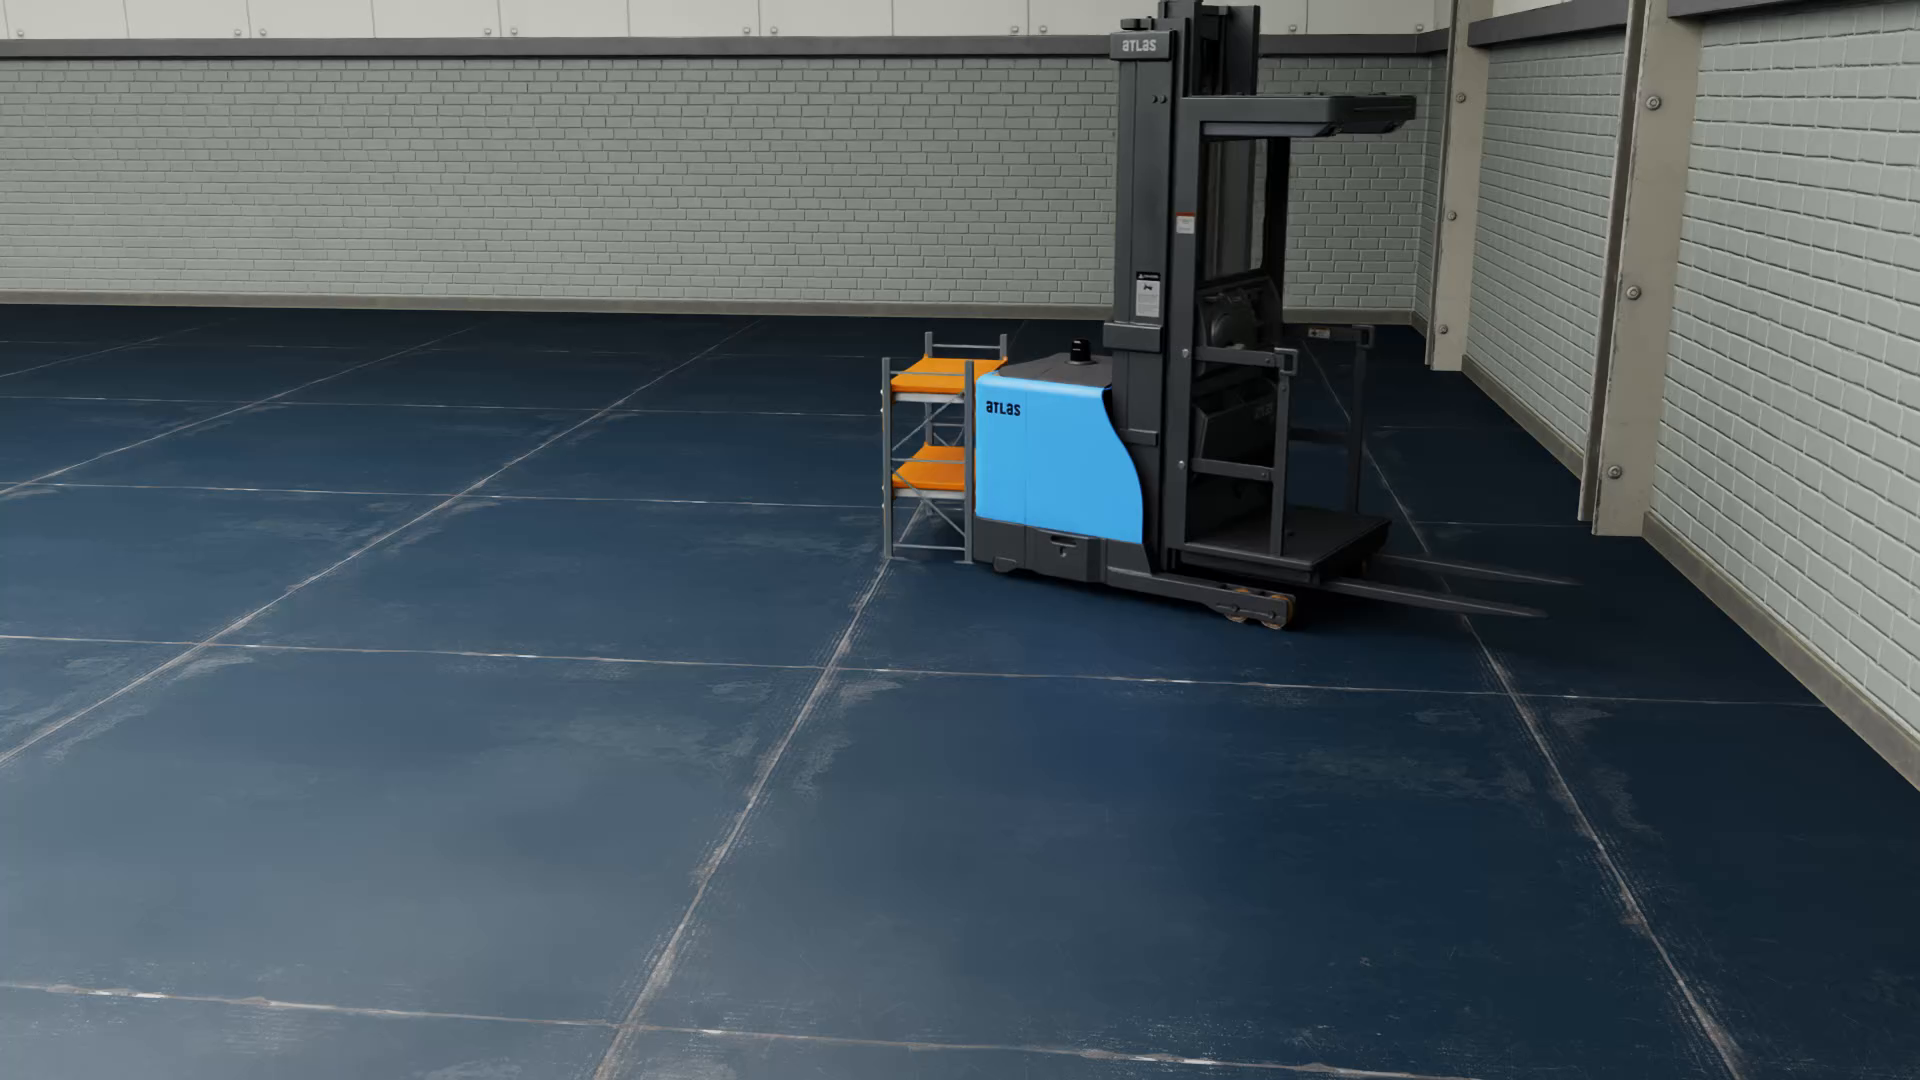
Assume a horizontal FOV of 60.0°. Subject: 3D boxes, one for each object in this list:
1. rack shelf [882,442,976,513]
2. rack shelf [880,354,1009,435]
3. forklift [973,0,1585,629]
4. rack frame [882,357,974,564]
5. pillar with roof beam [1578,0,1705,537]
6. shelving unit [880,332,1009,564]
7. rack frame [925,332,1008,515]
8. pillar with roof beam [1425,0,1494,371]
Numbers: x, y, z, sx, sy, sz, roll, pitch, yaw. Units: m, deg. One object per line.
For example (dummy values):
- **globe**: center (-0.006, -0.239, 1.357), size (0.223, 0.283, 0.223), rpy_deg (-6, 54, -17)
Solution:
- **rack shelf**: center (-0.068, -0.323, 9.639), size (0.538, 0.278, 1.000), rpy_deg (3, 15, 12)
- **rack shelf**: center (-0.068, -0.842, 9.499), size (0.538, 0.278, 1.000), rpy_deg (3, 15, 12)
- **forklift**: center (1.579, -1.140, 8.264), size (3.031, 2.935, 1.130), rpy_deg (10, 18, 32)
- **rack frame**: center (-0.174, -0.429, 9.095), size (0.500, 1.125, 0.032), rpy_deg (3, 15, 12)
- **pillar with roof beam**: center (-0.379, -4.546, 9.236), size (9.100, 9.000, 0.400), rpy_deg (2, 15, 6)
- **shelving unit**: center (-0.068, -0.559, 9.575), size (0.538, 1.125, 1.048), rpy_deg (3, 15, 12)
- **rack frame**: center (0.038, -0.689, 10.055), size (0.500, 1.125, 0.032), rpy_deg (3, 15, 12)
- **pillar with roof beam**: center (0.298, -6.103, 14.991), size (9.100, 9.000, 0.400), rpy_deg (2, 15, 6)
